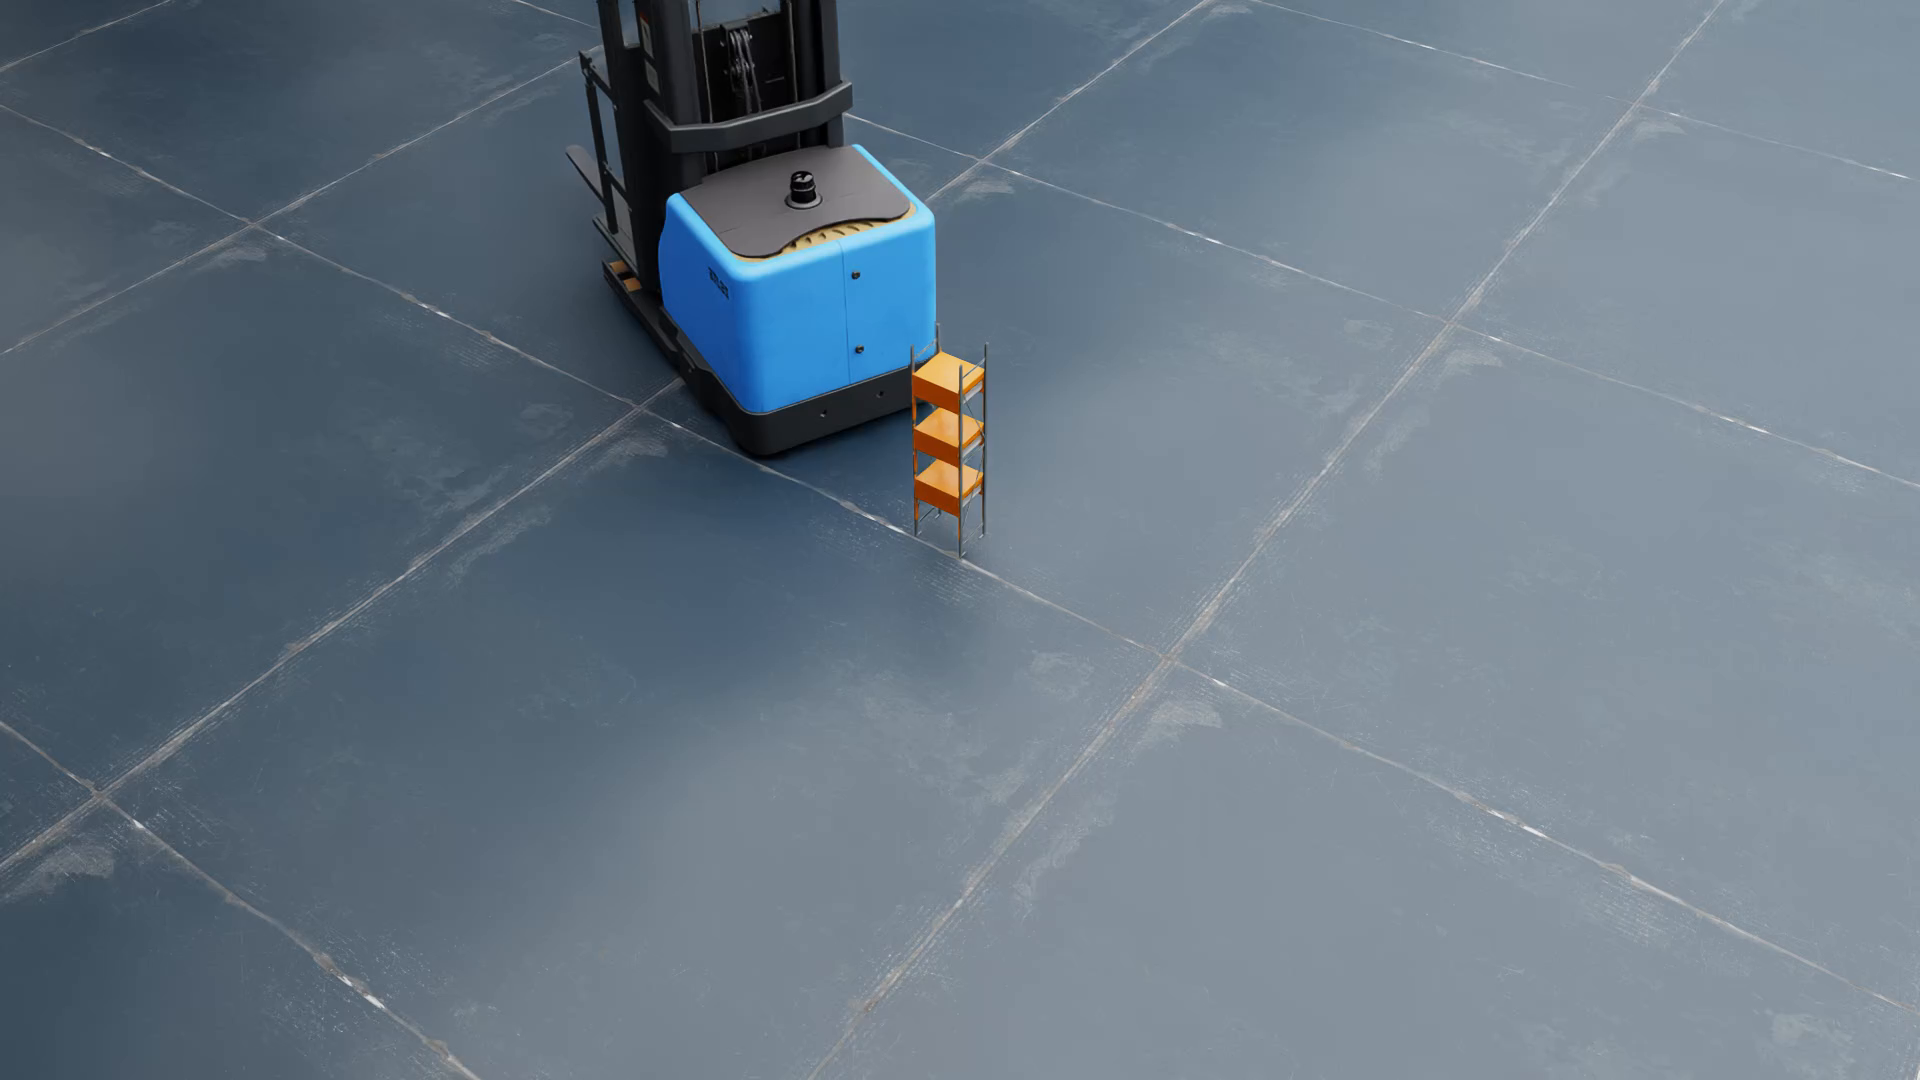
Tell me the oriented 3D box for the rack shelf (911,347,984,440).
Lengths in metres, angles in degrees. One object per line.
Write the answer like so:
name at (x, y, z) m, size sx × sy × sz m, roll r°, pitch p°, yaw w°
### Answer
rack shelf at (-0.044, -0.615, 6.989) m, size 0.240 × 0.259 × 0.215 m, roll 25°, pitch 48°, yaw 25°

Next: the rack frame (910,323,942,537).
rack frame at (-0.144, -0.458, 7.223) m, size 0.008 × 1.050 × 0.200 m, roll 25°, pitch 48°, yaw 25°

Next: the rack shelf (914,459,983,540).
rack shelf at (-0.044, -0.197, 7.364) m, size 0.240 × 0.259 × 0.215 m, roll 25°, pitch 48°, yaw 25°

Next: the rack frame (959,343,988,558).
rack frame at (0.056, -0.365, 7.119) m, size 0.008 × 1.050 × 0.200 m, roll 25°, pitch 48°, yaw 25°

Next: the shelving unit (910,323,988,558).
shelving unit at (-0.044, -0.412, 7.171) m, size 0.252 × 1.050 × 0.215 m, roll 25°, pitch 48°, yaw 25°

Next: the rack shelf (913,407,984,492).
rack shelf at (-0.044, -0.404, 7.178) m, size 0.240 × 0.259 × 0.215 m, roll 25°, pitch 48°, yaw 25°

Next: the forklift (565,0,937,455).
forklift at (-1.267, -2.462, 8.052) m, size 1.130 × 2.935 × 3.031 m, roll -21°, pitch 46°, yaw -22°
